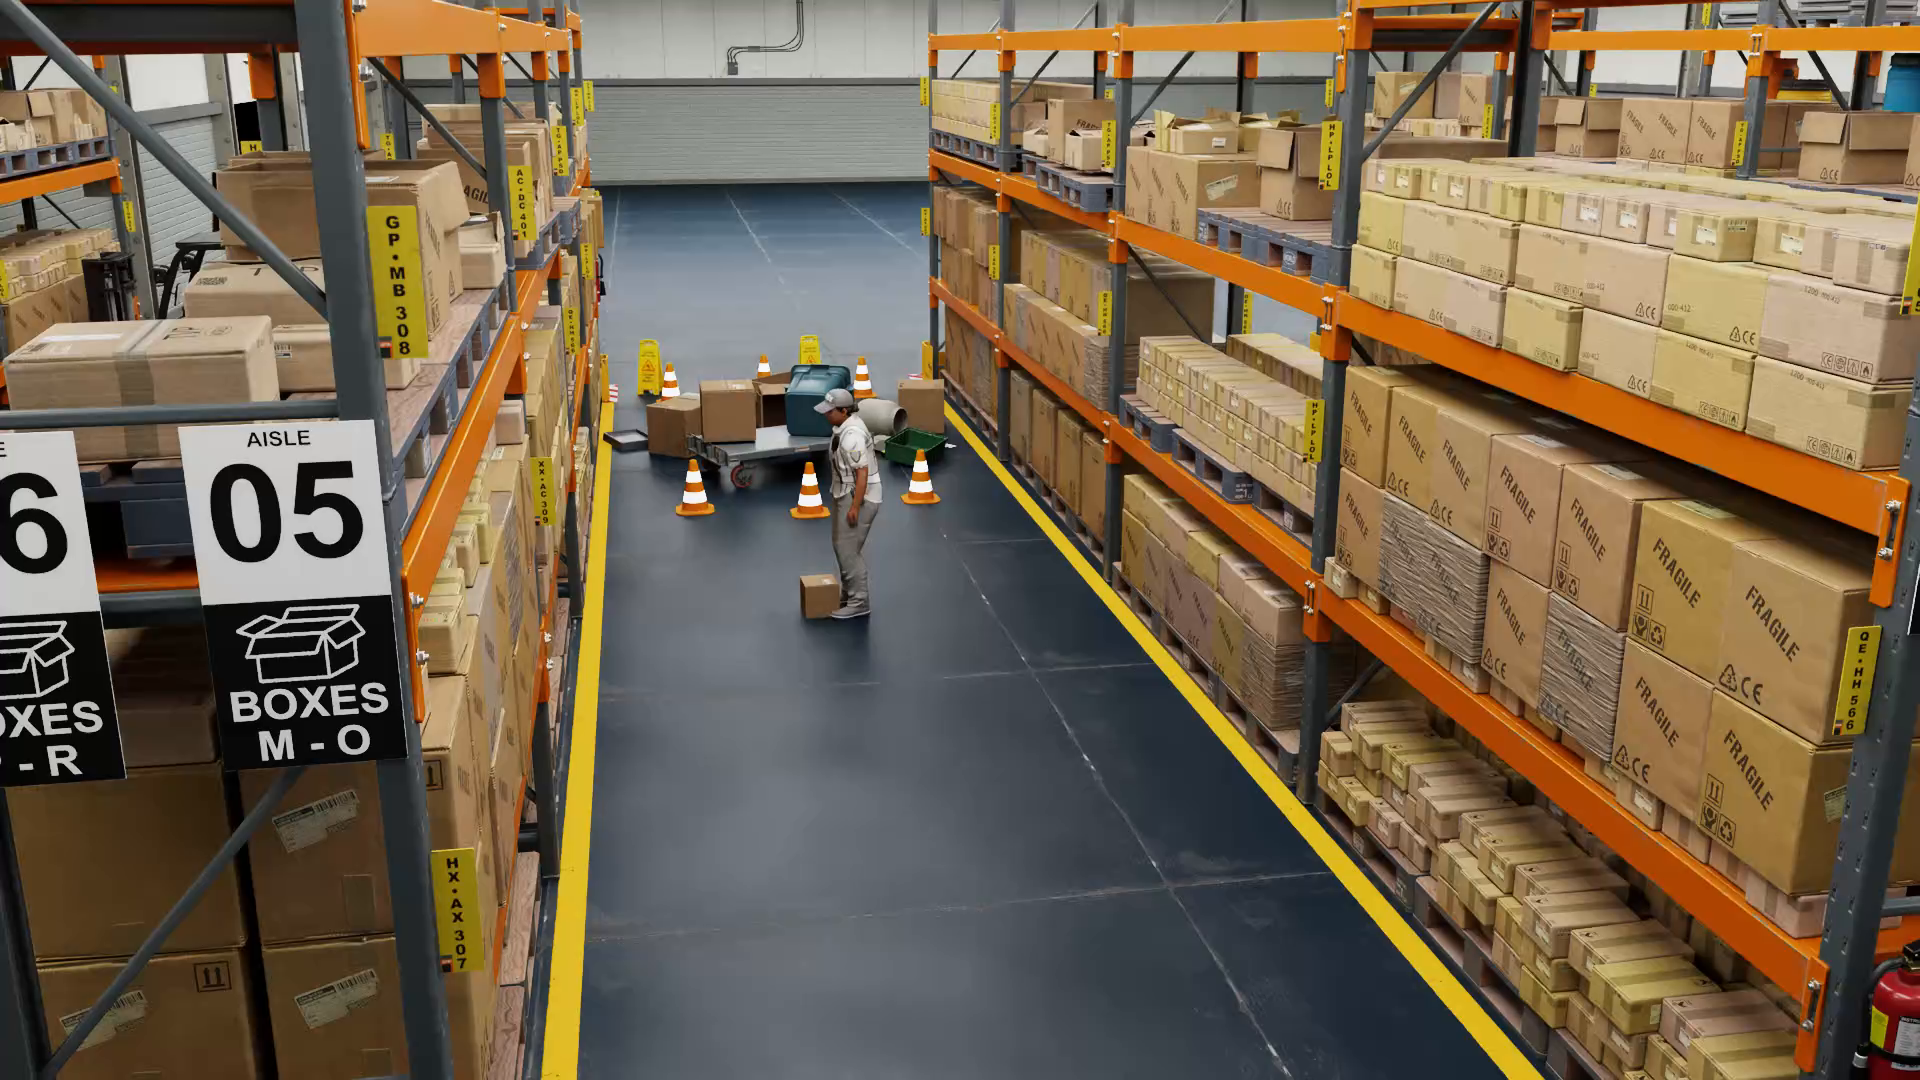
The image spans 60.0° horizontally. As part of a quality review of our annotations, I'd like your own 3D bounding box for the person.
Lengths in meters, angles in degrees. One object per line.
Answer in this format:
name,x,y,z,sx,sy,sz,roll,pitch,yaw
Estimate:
person,3.221,-8.442,31.914,18.870,6.001,40.049,-4,17,-14
